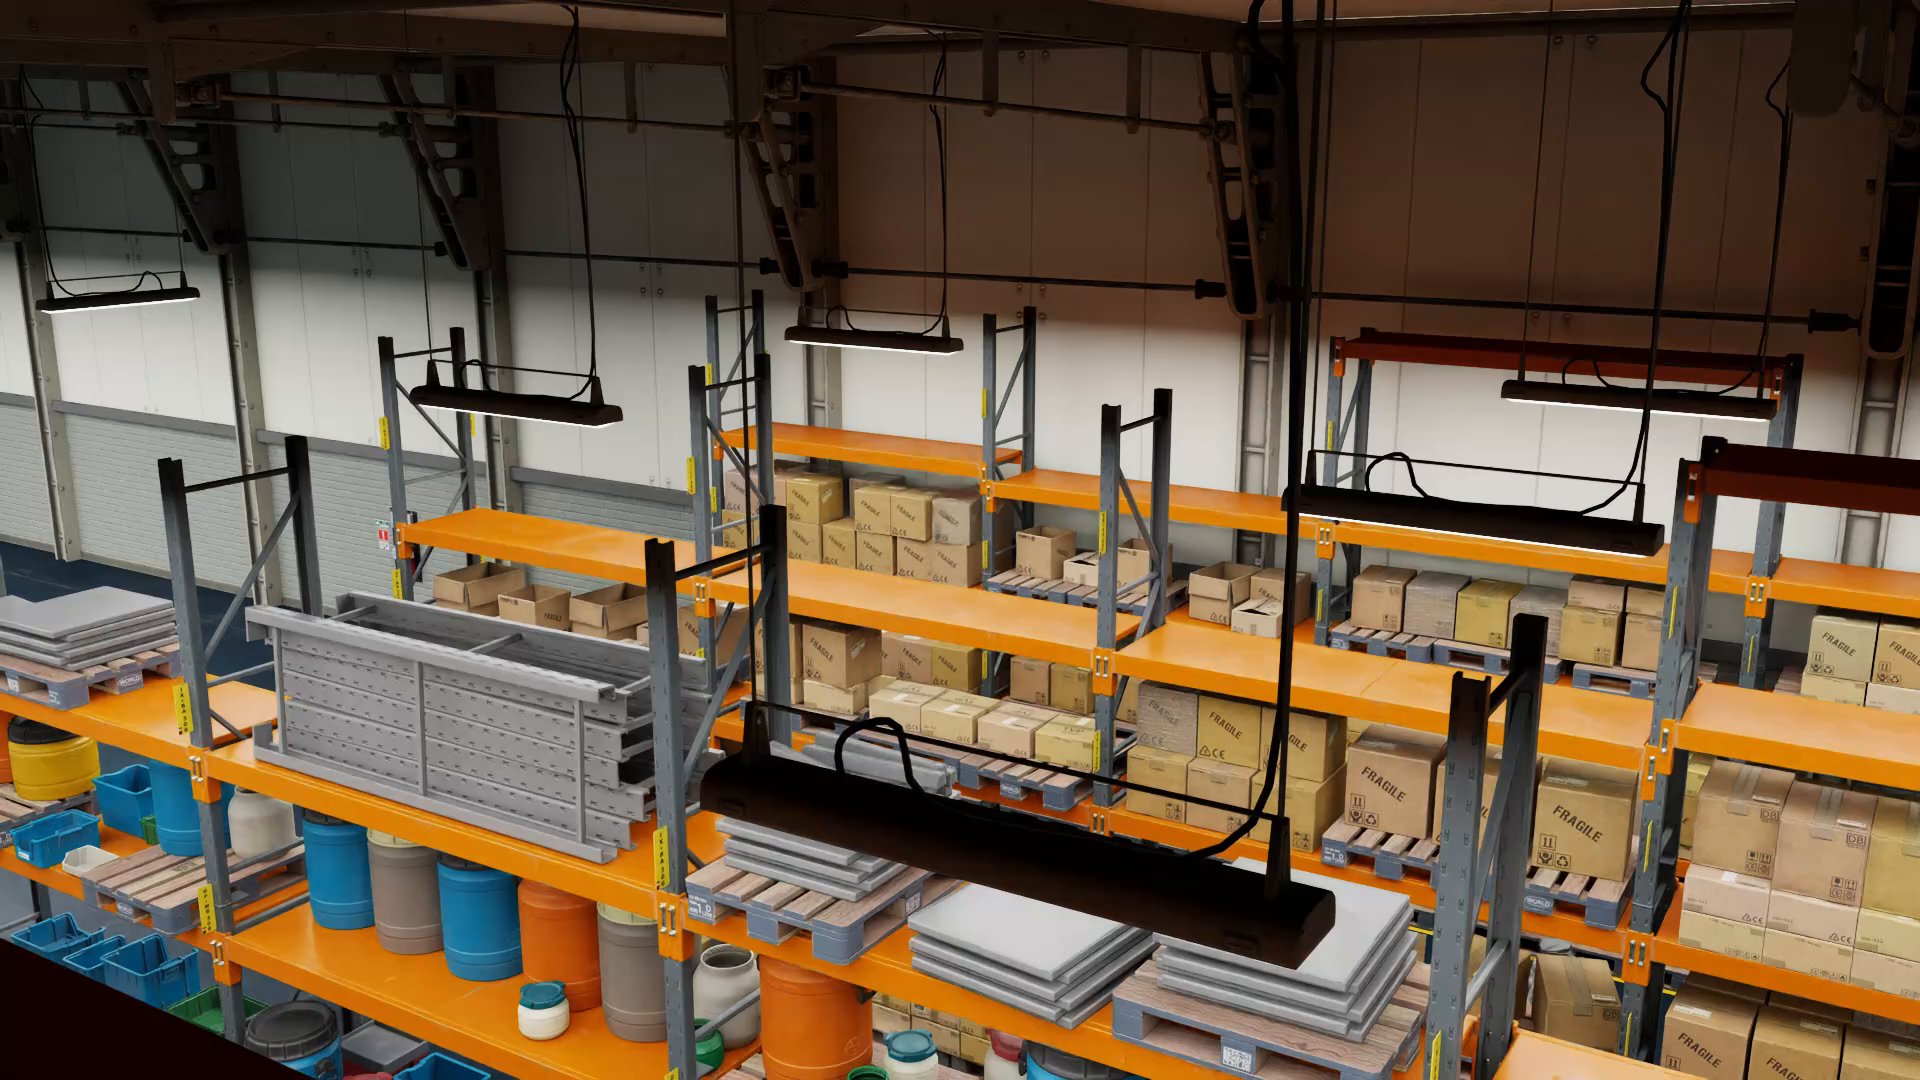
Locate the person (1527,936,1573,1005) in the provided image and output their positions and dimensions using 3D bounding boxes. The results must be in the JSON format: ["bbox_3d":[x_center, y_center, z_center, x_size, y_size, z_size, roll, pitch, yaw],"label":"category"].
[{"bbox_3d":[4.683,4.000,13.659,0.547,1.651,0.551,2,14,7],"label":"person"}]
